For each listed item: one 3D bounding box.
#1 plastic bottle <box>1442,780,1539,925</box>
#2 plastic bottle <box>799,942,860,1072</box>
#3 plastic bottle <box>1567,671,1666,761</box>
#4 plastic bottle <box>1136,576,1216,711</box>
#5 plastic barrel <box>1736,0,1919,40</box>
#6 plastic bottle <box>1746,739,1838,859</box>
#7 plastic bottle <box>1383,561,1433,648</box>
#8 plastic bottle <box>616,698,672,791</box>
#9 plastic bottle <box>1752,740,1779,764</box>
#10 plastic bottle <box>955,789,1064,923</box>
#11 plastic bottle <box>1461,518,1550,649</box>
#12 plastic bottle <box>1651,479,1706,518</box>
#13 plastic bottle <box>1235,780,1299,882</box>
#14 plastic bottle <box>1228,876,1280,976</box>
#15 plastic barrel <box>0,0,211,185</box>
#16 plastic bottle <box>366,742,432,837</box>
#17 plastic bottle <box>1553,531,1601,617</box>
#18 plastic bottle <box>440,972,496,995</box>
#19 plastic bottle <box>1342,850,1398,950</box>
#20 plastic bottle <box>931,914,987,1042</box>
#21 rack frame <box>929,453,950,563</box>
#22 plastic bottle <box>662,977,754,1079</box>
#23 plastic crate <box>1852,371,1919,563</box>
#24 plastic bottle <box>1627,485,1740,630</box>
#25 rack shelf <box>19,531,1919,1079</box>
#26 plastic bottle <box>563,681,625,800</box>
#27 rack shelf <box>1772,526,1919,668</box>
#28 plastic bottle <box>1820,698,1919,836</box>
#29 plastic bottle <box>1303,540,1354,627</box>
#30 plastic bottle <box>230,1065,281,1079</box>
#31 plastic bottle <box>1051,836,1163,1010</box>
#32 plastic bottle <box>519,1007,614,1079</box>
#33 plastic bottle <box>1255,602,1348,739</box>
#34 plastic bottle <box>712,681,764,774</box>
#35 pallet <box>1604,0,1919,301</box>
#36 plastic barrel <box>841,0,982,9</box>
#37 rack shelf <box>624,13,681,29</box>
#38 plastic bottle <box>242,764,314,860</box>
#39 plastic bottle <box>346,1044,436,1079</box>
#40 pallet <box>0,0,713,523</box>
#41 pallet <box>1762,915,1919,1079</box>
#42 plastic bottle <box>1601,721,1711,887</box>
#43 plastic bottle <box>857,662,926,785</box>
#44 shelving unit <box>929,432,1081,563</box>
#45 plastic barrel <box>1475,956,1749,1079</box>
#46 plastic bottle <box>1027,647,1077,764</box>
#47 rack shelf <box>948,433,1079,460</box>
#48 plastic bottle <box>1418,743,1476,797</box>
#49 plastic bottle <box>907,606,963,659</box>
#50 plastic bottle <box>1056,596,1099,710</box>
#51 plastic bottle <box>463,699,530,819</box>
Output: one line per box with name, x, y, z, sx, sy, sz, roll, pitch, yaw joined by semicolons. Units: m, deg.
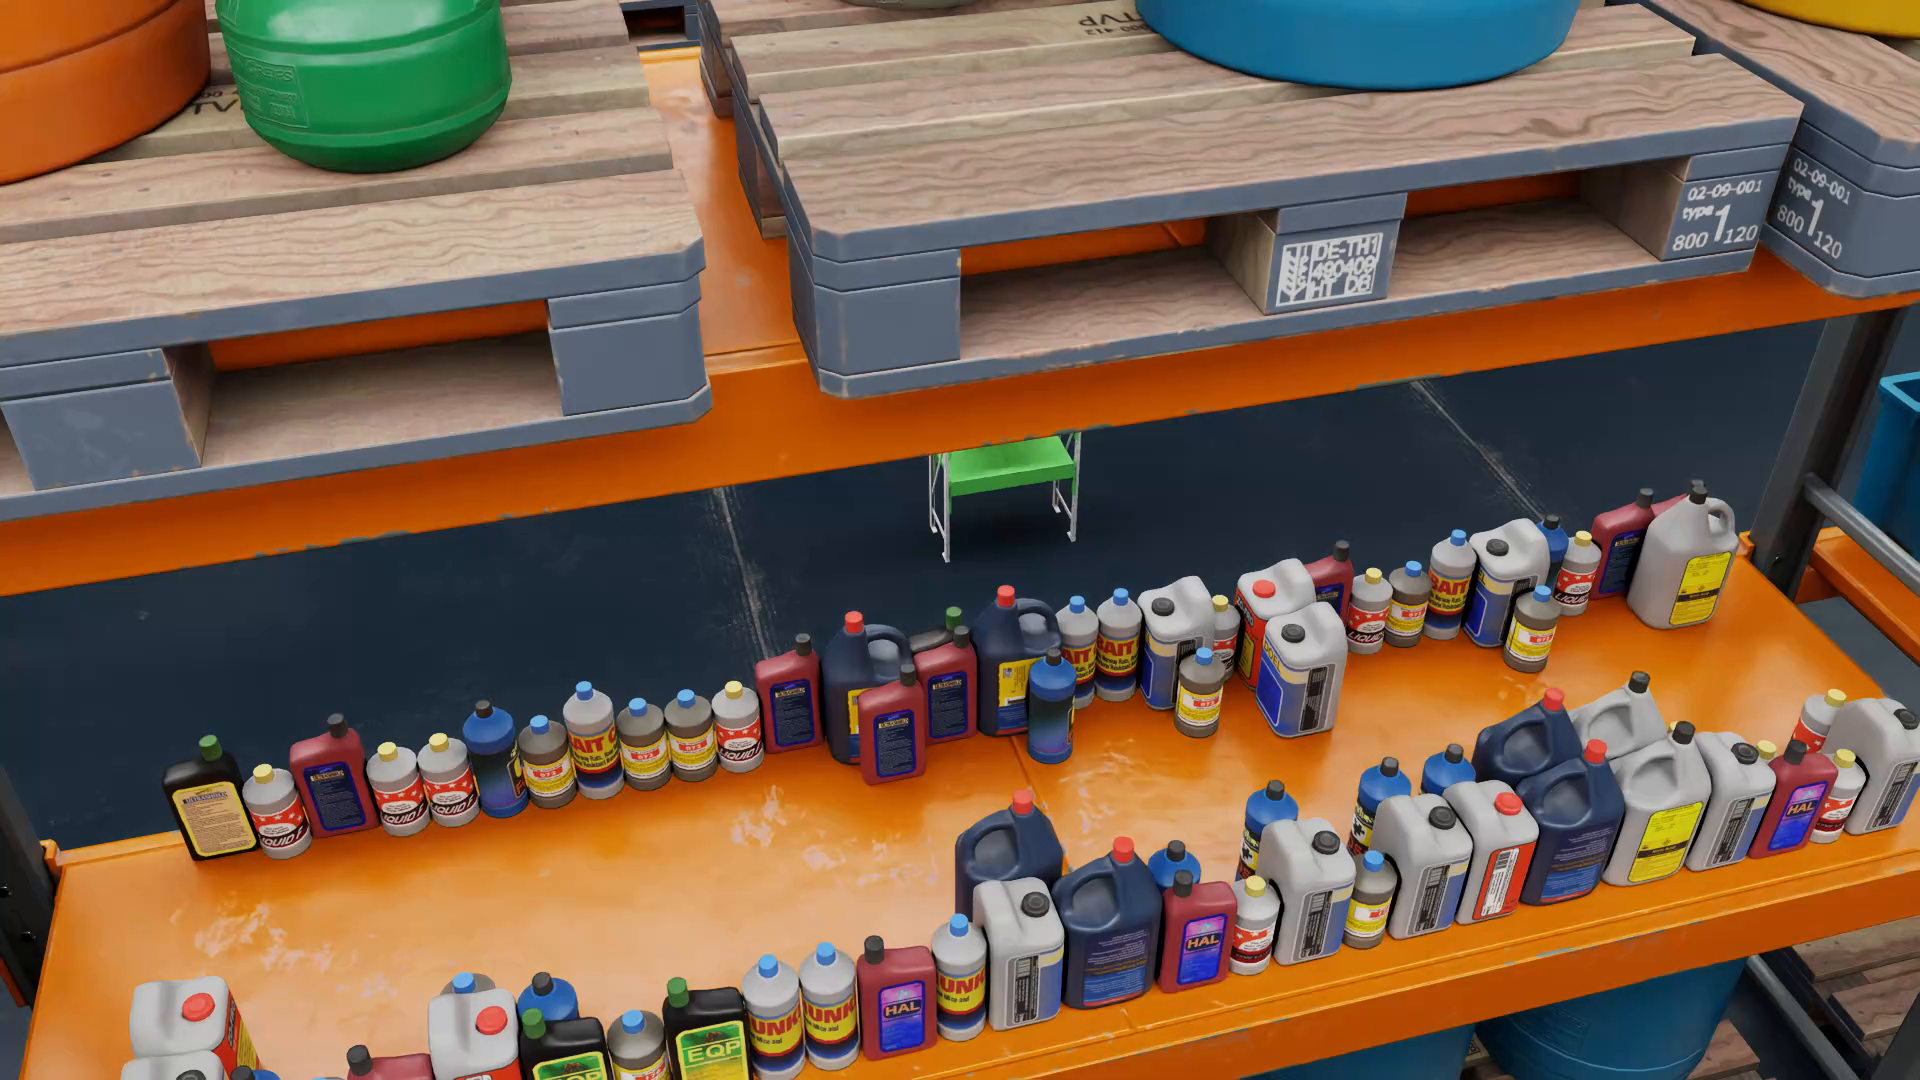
plastic bottle;0.988;0.572;3.136;0.135;0.276;0.152;-9;38;-12
plastic bottle;-0.224;0.790;2.855;0.097;0.271;0.097;0;37;0
plastic bottle;1.284;0.405;3.292;0.185;0.351;0.144;-9;38;-12
plastic bottle;0.460;0.215;3.602;0.135;0.276;0.152;-9;38;-12
plastic barrel;1.296;-1.037;2.167;0.600;0.588;0.600;0;37;0
plastic bottle;1.616;0.494;3.231;0.133;0.283;0.061;-9;38;-12
plastic bottle;1.011;0.137;3.766;0.097;0.201;0.097;0;37;0
plastic bottle;-0.650;0.410;3.409;0.097;0.201;0.097;0;37;0
plastic bottle;1.578;0.483;3.313;0.097;0.201;0.097;0;37;0
plastic bottle;0.089;0.596;3.042;0.185;0.351;0.144;-9;38;-12
plastic bottle;1.224;0.090;3.766;0.135;0.276;0.152;-9;38;-12
plastic bottle;1.659;-0.013;3.895;0.133;0.283;0.061;-9;38;-12
plastic bottle;0.584;0.561;3.153;0.097;0.271;0.097;0;37;0
plastic bottle;0.530;0.694;3.038;0.097;0.201;0.097;0;37;0
plastic barrel;-1.189;-0.851;1.725;0.708;0.830;0.600;-9;38;-12
plastic bottle;-1.119;0.487;3.309;0.097;0.201;0.097;0;37;0
plastic bottle;1.423;0.069;3.854;0.097;0.201;0.097;0;37;0
plastic bottle;-0.840;0.823;2.869;0.097;0.201;0.097;0;37;0
plastic bottle;0.753;0.657;3.086;0.097;0.201;0.097;0;37;0
plastic bottle;-0.002;0.753;2.903;0.097;0.271;0.097;0;37;0
rack frame;-0.076;-0.464;5.869;0.015;1.200;0.240;-9;38;-12
plastic bottle;-0.425;0.829;2.793;0.133;0.283;0.061;-9;38;-12
plastic crate;2.486;-0.159;3.953;0.575;0.384;0.392;-9;38;-12
plastic bottle;1.661;0.024;3.790;0.185;0.351;0.144;-9;38;-12
rack shelf;0.193;0.735;3.412;4.000;0.370;1.077;-9;38;-12
plastic bottle;-0.744;0.397;3.368;0.097;0.271;0.097;0;37;0
rack shelf;4.055;0.101;4.241;4.000;0.370;1.077;-9;38;-12
plastic bottle;1.828;0.434;3.316;0.135;0.276;0.152;-9;38;-12
plastic bottle;0.801;0.127;3.711;0.133;0.283;0.061;-9;38;-12
plastic bottle;-1.117;0.936;2.663;0.097;0.271;0.097;0;37;0
plastic bottle;0.258;0.664;2.954;0.185;0.351;0.144;-9;38;-12
plastic bottle;-0.648;0.866;2.745;0.133;0.283;0.061;-9;38;-12
plastic bottle;0.723;0.268;3.533;0.135;0.276;0.152;-9;38;-12
plastic bottle;-0.462;0.379;3.450;0.097;0.201;0.097;0;37;0
pallet;1.393;-0.802;2.517;1.003;0.211;1.213;-9;38;-12
plastic barrel;-0.065;-1.015;2.182;0.433;0.535;0.433;0;37;0
rack shelf;-1.095;-2.171;7.211;4.000;0.370;1.077;-9;38;-12
plastic bottle;-1.342;0.523;3.261;0.097;0.201;0.097;0;37;0
plastic bottle;-0.906;0.908;2.690;0.133;0.283;0.061;-9;38;-12
pallet;-0.974;-0.414;2.009;1.213;0.211;1.003;-9;38;-12
pallet;2.824;1.101;4.637;1.213;0.211;1.003;-9;38;-12
plastic bottle;1.322;0.490;3.182;0.185;0.351;0.144;-9;38;-12
plastic bottle;-0.139;0.372;3.390;0.133;0.283;0.061;-9;38;-12
shelving unit;0.160;-0.503;5.920;0.503;1.200;0.258;-9;38;-12
plastic barrel;1.594;0.875;4.018;0.708;0.901;0.600;-9;38;-12
plastic bottle;0.190;0.335;3.450;0.097;0.271;0.097;0;37;0
rack shelf;0.160;-0.452;5.959;0.480;0.148;0.258;-9;38;-12
plastic bottle;0.938;0.503;3.229;0.097;0.271;0.097;0;37;0
plastic bottle;-0.048;0.267;3.529;0.133;0.283;0.061;-9;38;-12
plastic bottle;0.247;0.235;3.580;0.097;0.271;0.097;0;37;0
plastic bottle;-0.932;0.428;3.328;0.097;0.271;0.097;0;37;0
